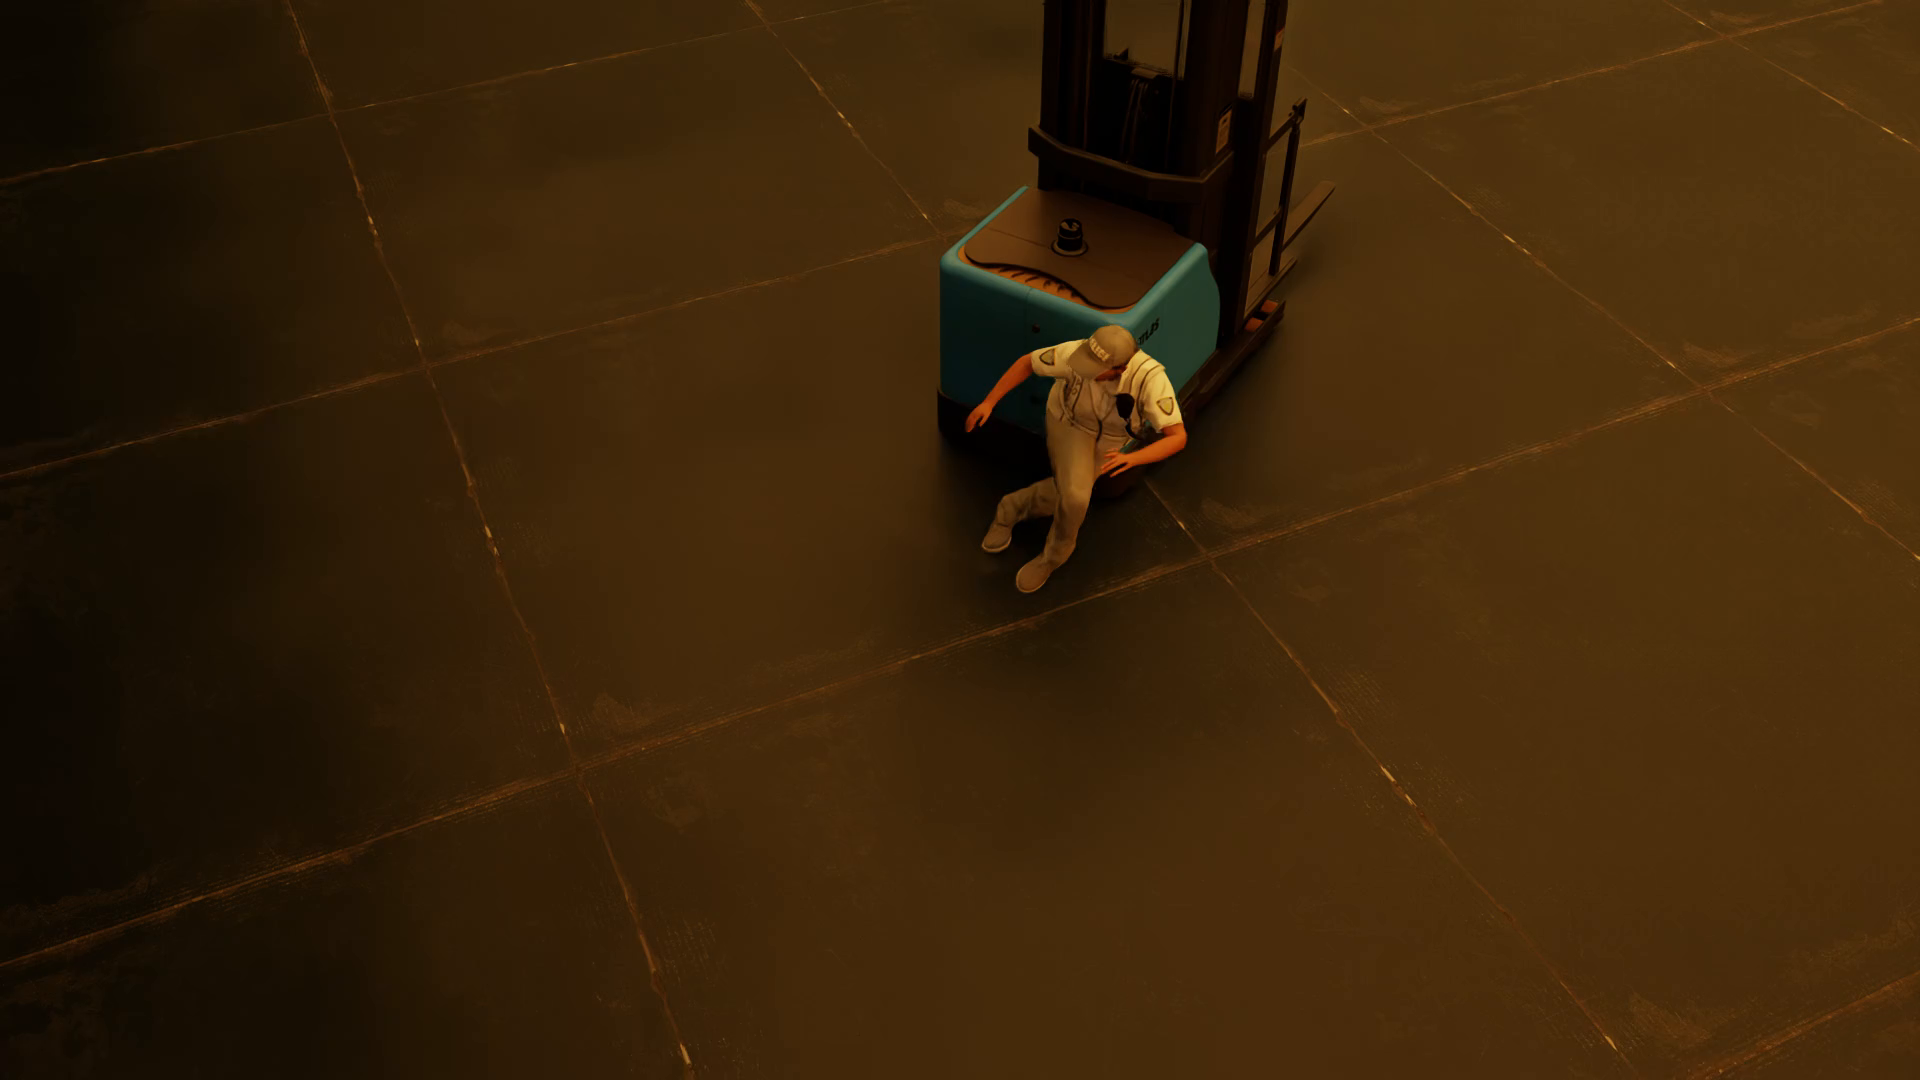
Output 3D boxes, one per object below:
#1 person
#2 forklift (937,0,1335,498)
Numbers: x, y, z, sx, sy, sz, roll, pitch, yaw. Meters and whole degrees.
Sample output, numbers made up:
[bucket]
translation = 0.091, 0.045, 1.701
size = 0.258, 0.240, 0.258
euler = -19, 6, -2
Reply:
[person]
translation = 0.480, -0.372, 7.185
size = 0.921, 1.434, 0.881
euler = 1, 43, 1
[forklift]
translation = 1.105, -2.254, 8.095
size = 1.130, 2.935, 3.031
euler = 24, 48, 23
